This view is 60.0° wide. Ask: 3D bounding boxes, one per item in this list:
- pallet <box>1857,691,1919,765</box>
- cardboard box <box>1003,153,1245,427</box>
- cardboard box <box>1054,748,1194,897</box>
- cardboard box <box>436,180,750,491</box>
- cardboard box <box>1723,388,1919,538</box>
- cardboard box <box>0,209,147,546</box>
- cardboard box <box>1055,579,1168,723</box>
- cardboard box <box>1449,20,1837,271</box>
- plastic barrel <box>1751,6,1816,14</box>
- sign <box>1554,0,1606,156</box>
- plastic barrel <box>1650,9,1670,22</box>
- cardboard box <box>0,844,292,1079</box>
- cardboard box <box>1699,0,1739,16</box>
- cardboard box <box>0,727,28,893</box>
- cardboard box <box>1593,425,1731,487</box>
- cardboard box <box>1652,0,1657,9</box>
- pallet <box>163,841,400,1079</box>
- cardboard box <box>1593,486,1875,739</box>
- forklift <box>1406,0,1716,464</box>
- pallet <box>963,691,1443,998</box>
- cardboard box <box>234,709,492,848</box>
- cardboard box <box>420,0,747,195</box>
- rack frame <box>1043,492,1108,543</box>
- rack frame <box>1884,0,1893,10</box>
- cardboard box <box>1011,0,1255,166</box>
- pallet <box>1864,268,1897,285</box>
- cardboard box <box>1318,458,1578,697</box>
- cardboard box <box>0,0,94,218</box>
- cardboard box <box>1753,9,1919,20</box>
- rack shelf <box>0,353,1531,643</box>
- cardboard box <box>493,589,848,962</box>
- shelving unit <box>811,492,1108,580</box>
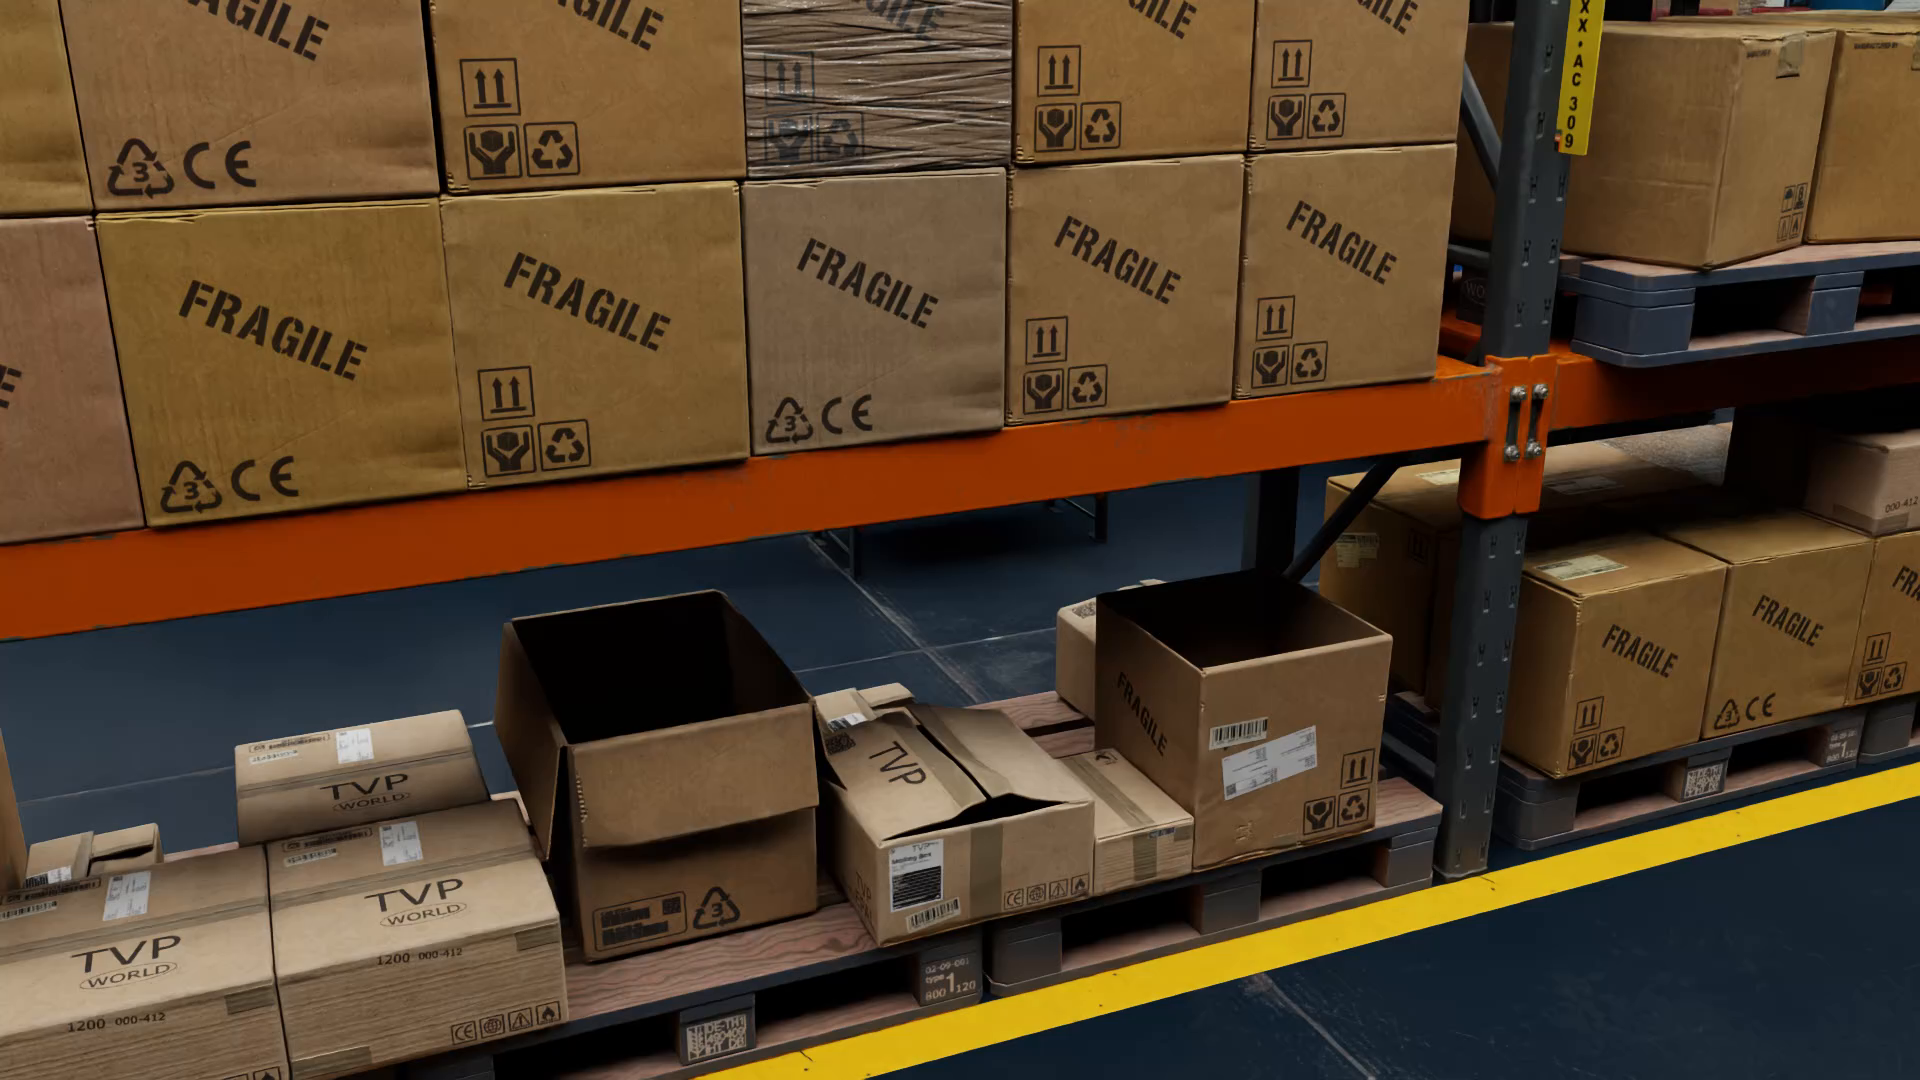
[{"bbox_3d":[2.917,0.309,5.327,1.213,0.211,1.003,-8,21,-22],"label":"pallet"},{"bbox_3d":[0.233,-0.561,3.448,0.500,0.500,0.500,-8,21,-20],"label":"cardboard box"},{"bbox_3d":[0.332,0.640,3.817,0.250,0.149,0.380,-8,21,-22],"label":"cardboard box"},{"bbox_3d":[-0.705,-0.425,3.062,0.500,0.500,0.500,-8,21,-21],"label":"cardboard box"},{"bbox_3d":[2.522,-0.229,4.629,0.500,0.250,0.500,-8,21,-22],"label":"cardboard box"},{"bbox_3d":[-1.626,-0.294,2.691,0.500,0.500,0.500,-8,21,-22],"label":"cardboard box"},{"bbox_3d":[0.592,0.324,4.472,0.500,0.311,0.500,-8,21,-22],"label":"cardboard box"},{"bbox_3d":[1.587,-0.965,3.965,0.500,0.500,0.700,-17,26,-40],"label":"cardboard box"},{"bbox_3d":[5.485,-3.295,11.158,0.433,0.535,0.433,0,19,0],"label":"plastic barrel"},{"bbox_3d":[1.285,-0.970,3.457,0.005,0.325,0.100,-8,21,-22],"label":"sign"},{"bbox_3d":[4.414,-3.141,10.722,0.433,0.535,0.433,0,19,0],"label":"plastic barrel"},{"bbox_3d":[-1.539,0.839,3.101,0.500,0.250,0.500,-8,21,-22],"label":"cardboard box"},{"bbox_3d":[7.233,-5.347,16.594,0.500,0.500,0.875,-8,21,-22],"label":"cardboard box"},{"bbox_3d":[-2.208,0.625,3.332,0.500,0.500,0.500,-8,21,-22],"label":"cardboard box"},{"bbox_3d":[2.320,-0.035,5.207,0.500,0.500,0.500,-8,21,-21],"label":"cardboard box"},{"bbox_3d":[6.294,-5.232,16.268,0.500,0.500,0.875,-8,21,-22],"label":"cardboard box"},{"bbox_3d":[-1.808,1.000,3.363,1.213,0.211,1.003,-8,21,-22],"label":"pallet"},{"bbox_3d":[2.089,0.183,4.588,0.500,0.500,0.500,-8,21,-21],"label":"cardboard box"},{"bbox_3d":[3.069,-2.027,7.864,3.031,2.935,1.130,-12,23,-30],"label":"forklift"},{"bbox_3d":[0.432,0.679,4.275,1.213,0.211,1.003,-8,21,-22],"label":"pallet"},{"bbox_3d":[-1.324,0.627,3.702,0.500,0.250,0.500,-8,21,-22],"label":"cardboard box"},{"bbox_3d":[-0.694,-0.899,2.903,0.500,0.500,0.500,-8,21,-22],"label":"cardboard box"},{"bbox_3d":[0.461,-0.597,6.523,0.032,1.125,0.500,-8,21,-22],"label":"rack frame"},{"bbox_3d":[6.450,-3.290,11.348,0.127,3.000,1.000,-8,21,-22],"label":"rack frame"},{"bbox_3d":[0.232,-1.031,3.278,0.500,0.500,0.500,-9,21,-23],"label":"cardboard box"},{"bbox_3d":[2.952,-0.905,4.863,1.213,0.211,1.003,-8,21,-22],"label":"pallet"},{"bbox_3d":[1.403,0.093,4.842,0.500,0.500,0.500,-8,21,-22],"label":"cardboard box"},{"bbox_3d":[-1.621,-0.768,2.530,0.500,0.500,0.500,-8,21,-21],"label":"cardboard box"},{"bbox_3d":[2.661,-1.223,4.695,0.500,0.500,0.700,-15,24,-36],"label":"cardboard box"},{"bbox_3d":[-0.773,-0.124,3.440,4.000,0.370,1.077,-8,21,-22],"label":"rack shelf"},{"bbox_3d":[-0.660,0.493,3.703,0.637,0.503,0.797,-8,21,-22],"label":"cardboard box"},{"bbox_3d":[-0.006,-0.530,6.333,1.048,1.125,0.538,-8,21,-22],"label":"shelving unit"}]
